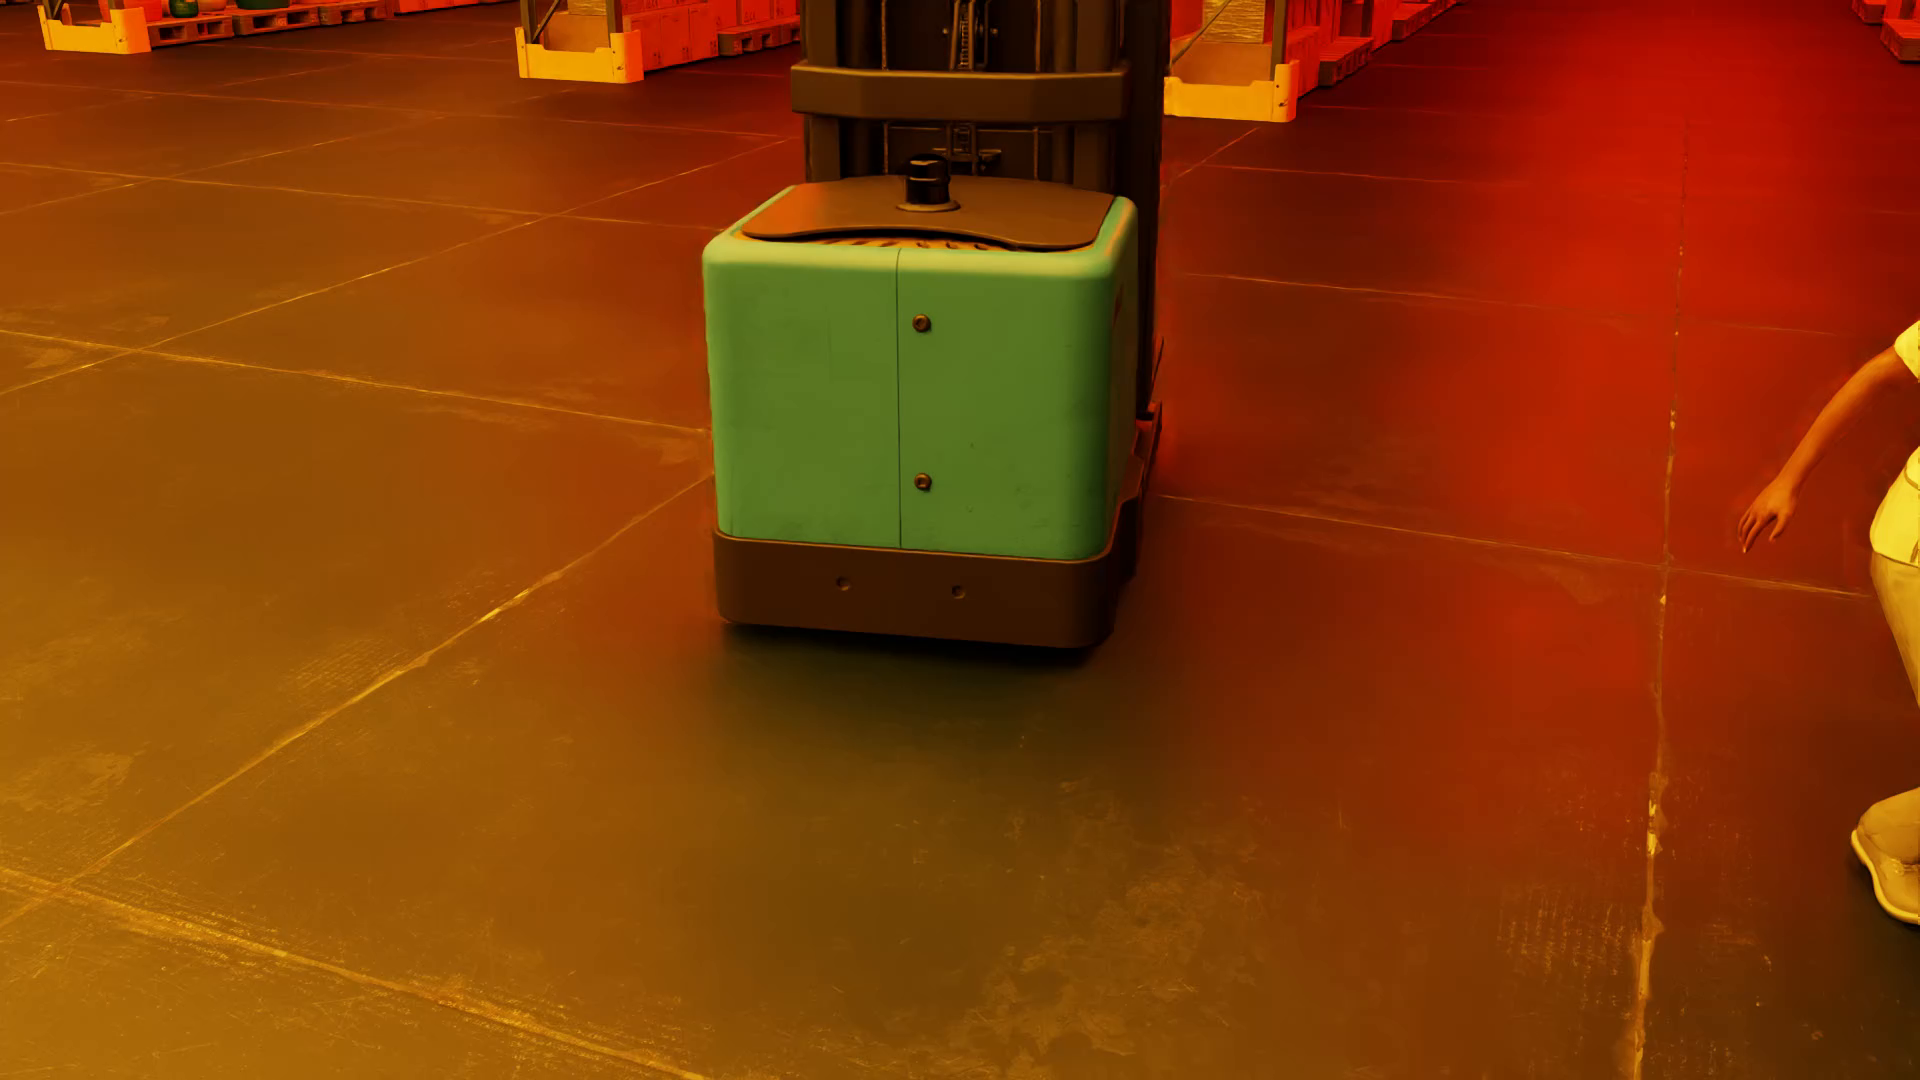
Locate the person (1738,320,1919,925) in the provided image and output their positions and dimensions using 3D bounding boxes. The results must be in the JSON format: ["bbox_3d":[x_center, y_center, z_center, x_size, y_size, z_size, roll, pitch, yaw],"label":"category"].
[{"bbox_3d":[1.794,0.111,2.875,0.704,1.542,0.779,3,23,8],"label":"person"}]

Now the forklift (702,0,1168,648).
[{"bbox_3d":[0.109,-1.612,5.150,1.130,2.935,3.031,4,23,9],"label":"forklift"}]
